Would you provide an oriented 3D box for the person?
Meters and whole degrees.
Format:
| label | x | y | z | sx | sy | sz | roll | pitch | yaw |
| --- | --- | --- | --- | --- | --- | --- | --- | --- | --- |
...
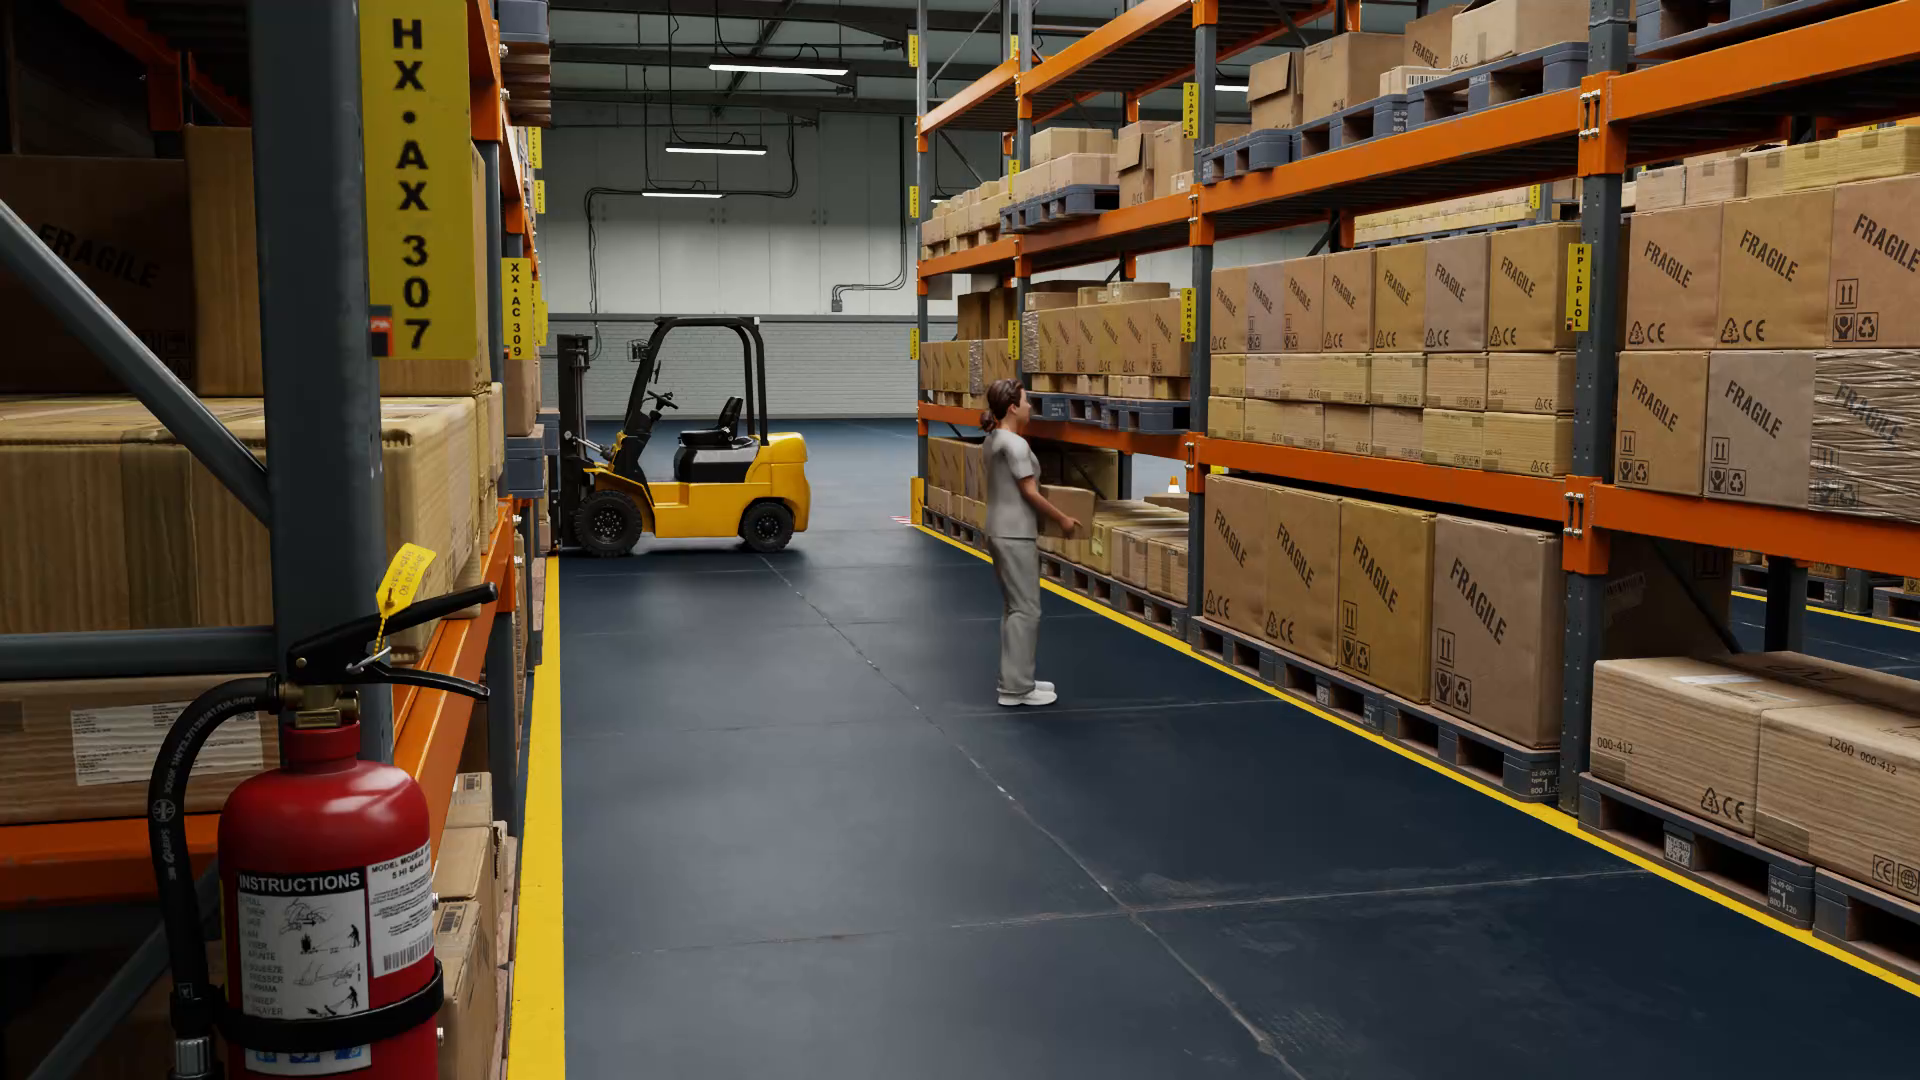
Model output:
| label | x | y | z | sx | sy | sz | roll | pitch | yaw |
| --- | --- | --- | --- | --- | --- | --- | --- | --- | --- |
| person | 0.343 | 0.003 | 8.618 | 0.525 | 1.673 | 0.457 | -2 | 6 | -14 |
